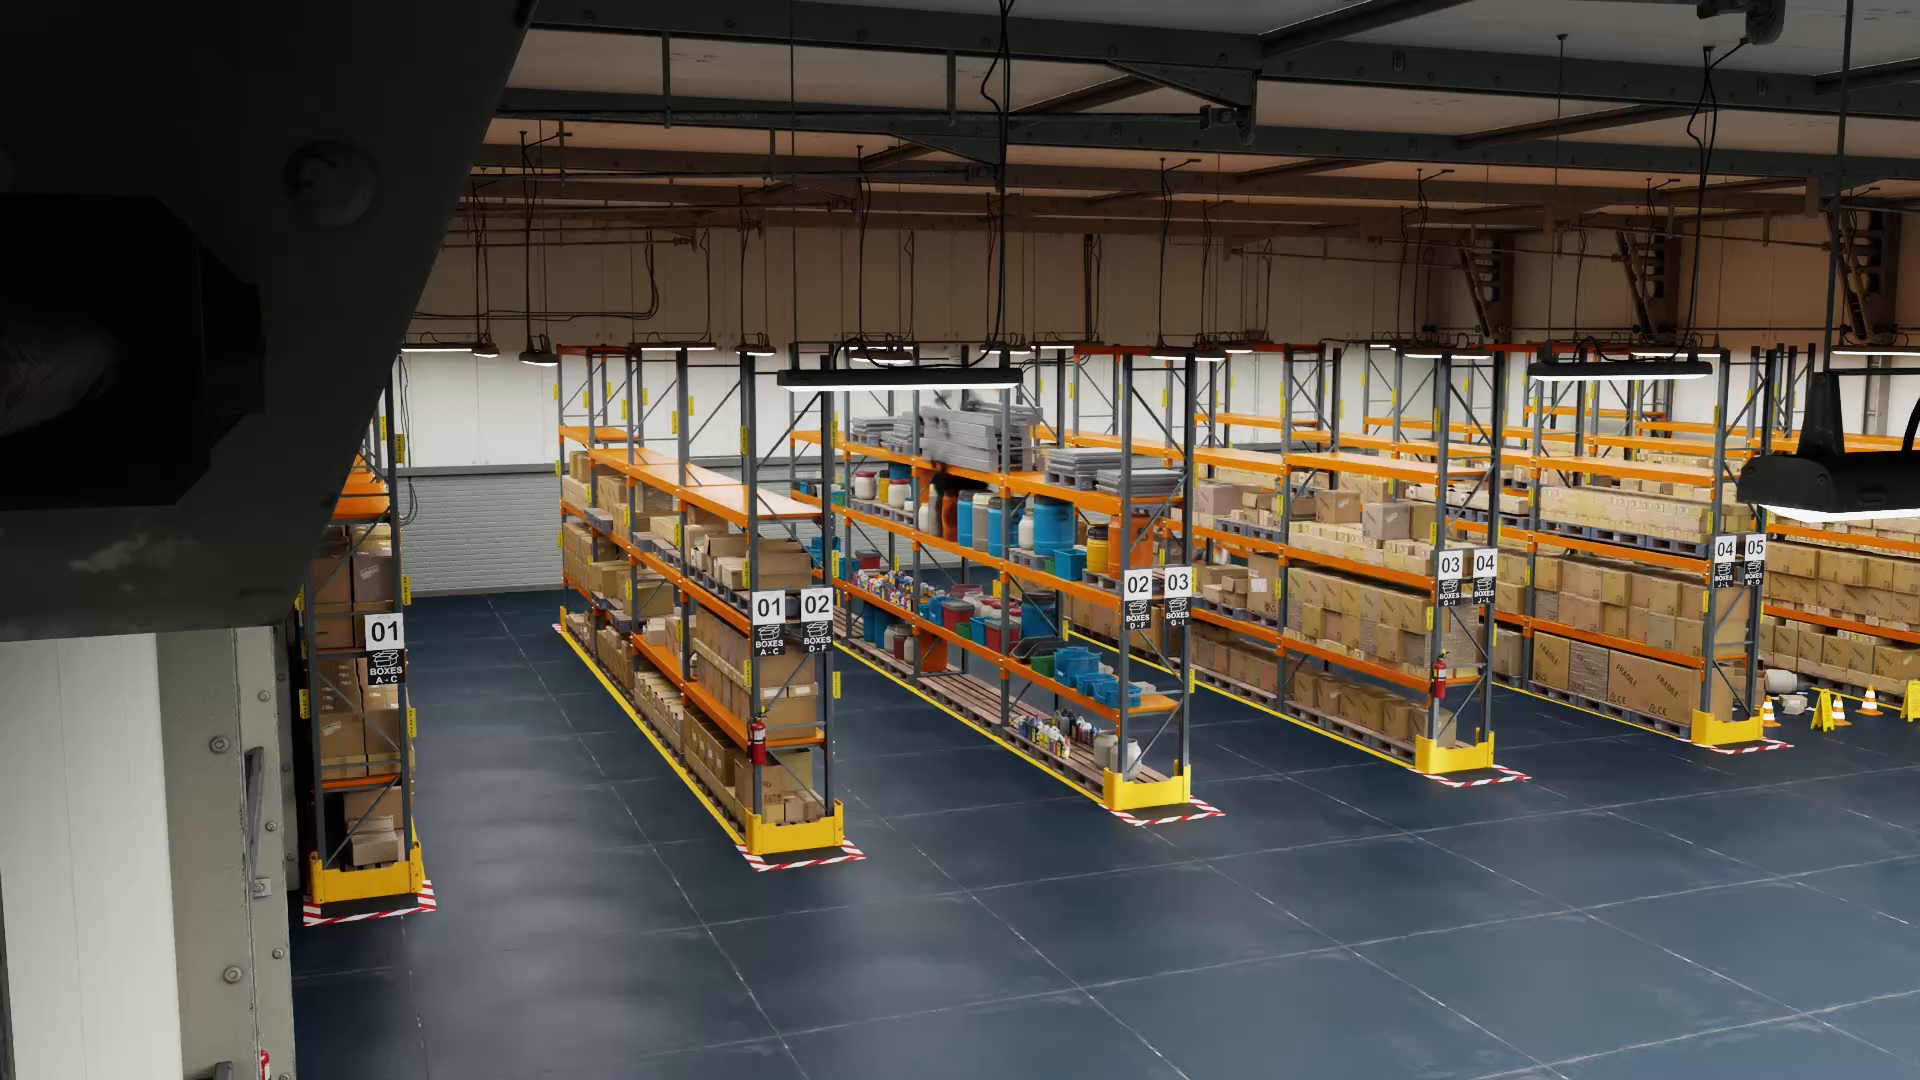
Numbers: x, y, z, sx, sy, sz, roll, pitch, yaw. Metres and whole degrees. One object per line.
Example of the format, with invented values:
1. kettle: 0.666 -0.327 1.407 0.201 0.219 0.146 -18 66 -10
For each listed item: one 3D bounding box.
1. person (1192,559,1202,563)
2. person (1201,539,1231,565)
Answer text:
1. person: 4.865 1.150 34.869 0.616 1.578 0.854 -4 8 -26
2. person: 5.699 0.762 36.669 0.625 1.693 0.573 -3 8 -20
